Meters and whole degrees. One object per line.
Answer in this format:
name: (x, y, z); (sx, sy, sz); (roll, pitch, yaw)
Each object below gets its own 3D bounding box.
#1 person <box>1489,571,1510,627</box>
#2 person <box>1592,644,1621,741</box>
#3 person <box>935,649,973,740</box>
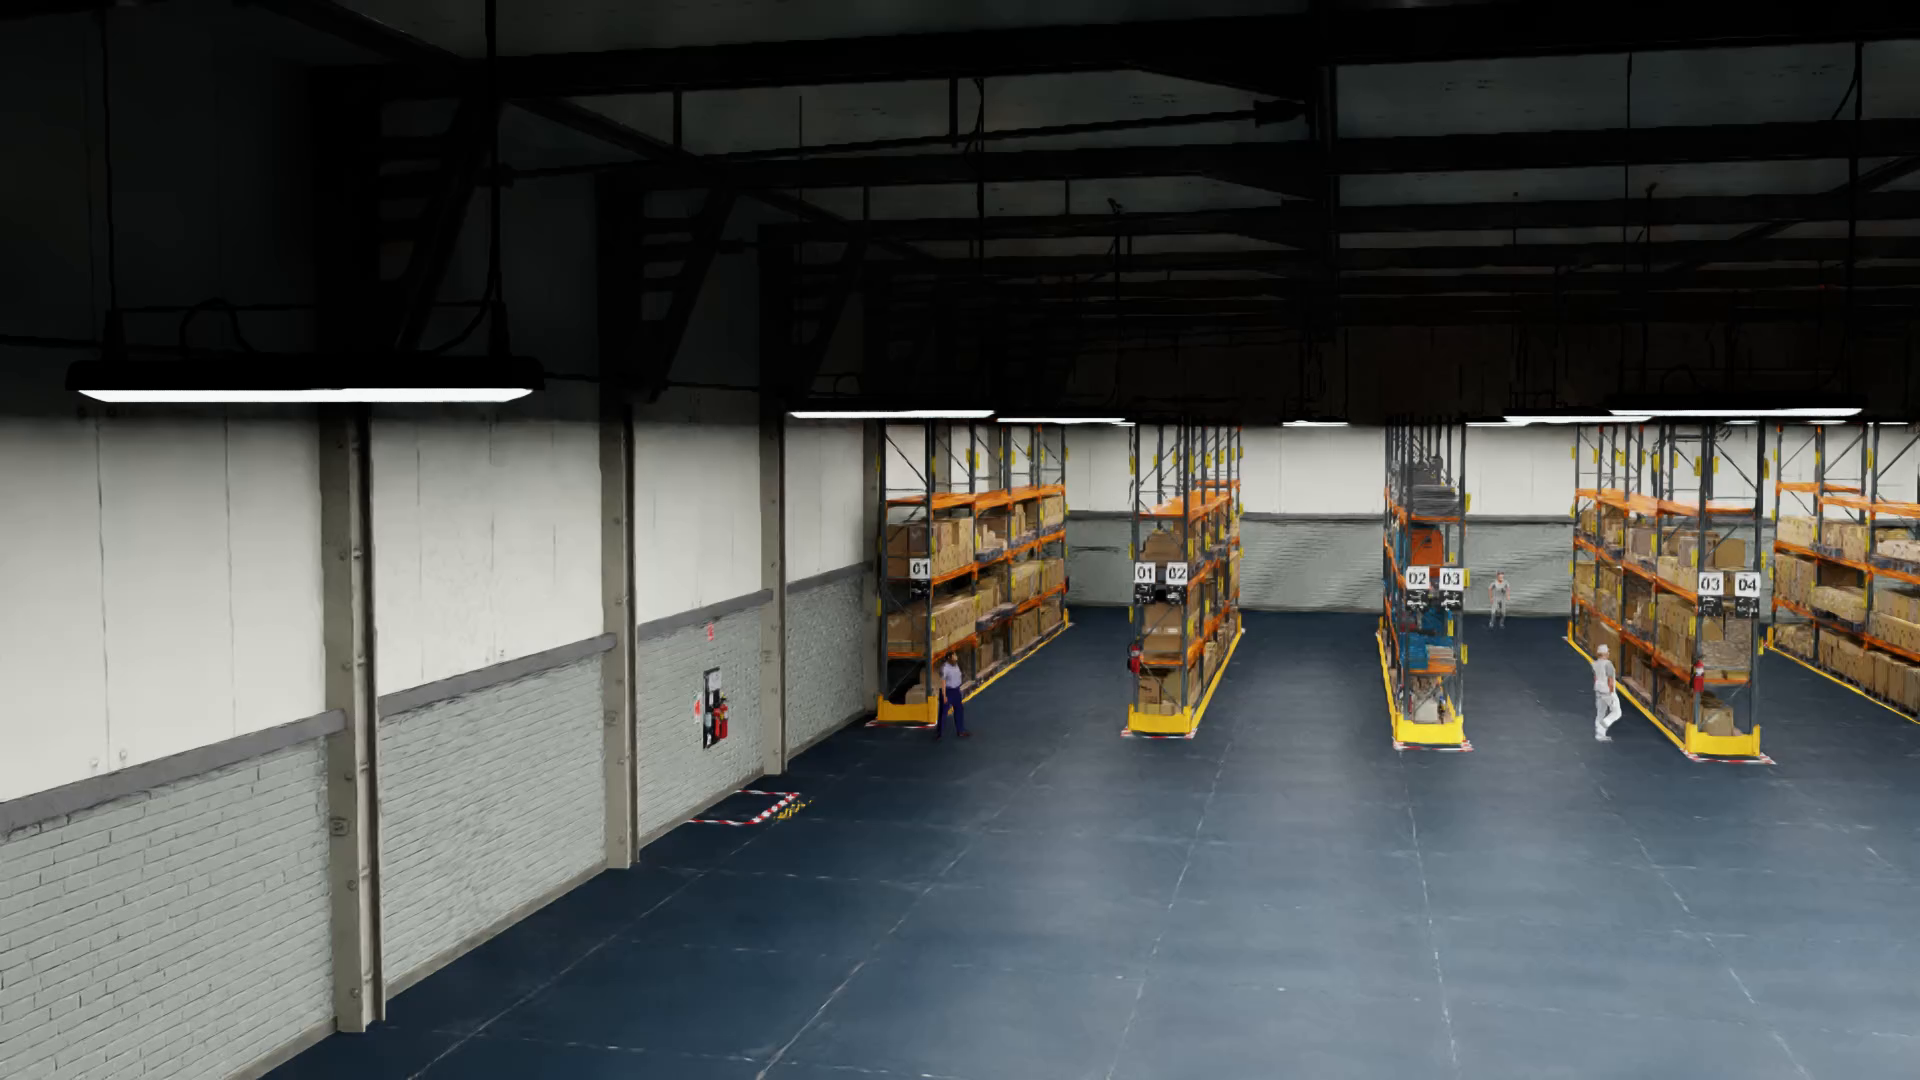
person: (15.464, 1.697, 47.694); (0.580, 1.618, 0.507); (1, 4, 11)
person: (11.721, 2.781, 30.260); (0.443, 1.786, 0.598); (-1, 4, -14)
person: (-0.151, 2.831, 30.562); (0.493, 1.633, 0.695); (3, 5, 42)
